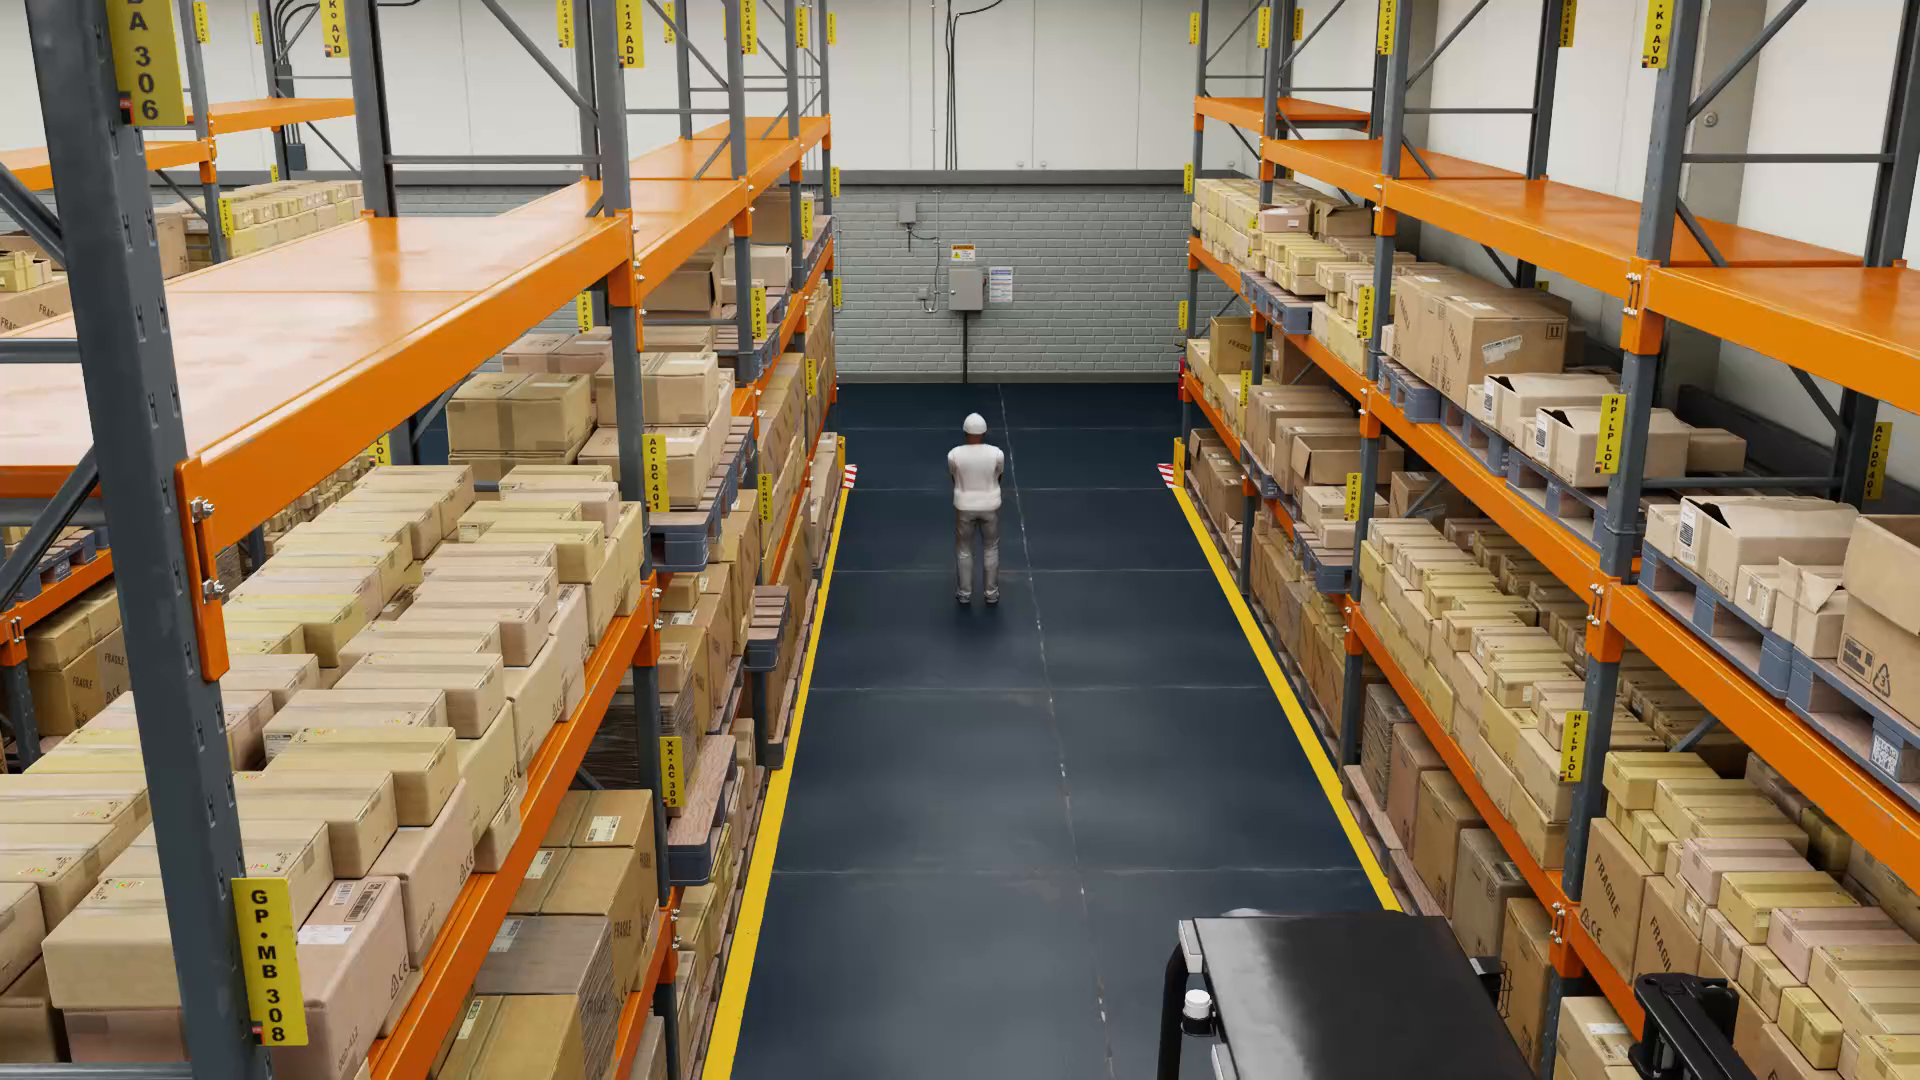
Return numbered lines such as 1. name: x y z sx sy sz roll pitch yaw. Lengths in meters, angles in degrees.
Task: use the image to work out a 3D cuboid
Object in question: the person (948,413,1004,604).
1. person: 0.142 -0.317 15.049 0.503 1.760 0.577 0 17 0
